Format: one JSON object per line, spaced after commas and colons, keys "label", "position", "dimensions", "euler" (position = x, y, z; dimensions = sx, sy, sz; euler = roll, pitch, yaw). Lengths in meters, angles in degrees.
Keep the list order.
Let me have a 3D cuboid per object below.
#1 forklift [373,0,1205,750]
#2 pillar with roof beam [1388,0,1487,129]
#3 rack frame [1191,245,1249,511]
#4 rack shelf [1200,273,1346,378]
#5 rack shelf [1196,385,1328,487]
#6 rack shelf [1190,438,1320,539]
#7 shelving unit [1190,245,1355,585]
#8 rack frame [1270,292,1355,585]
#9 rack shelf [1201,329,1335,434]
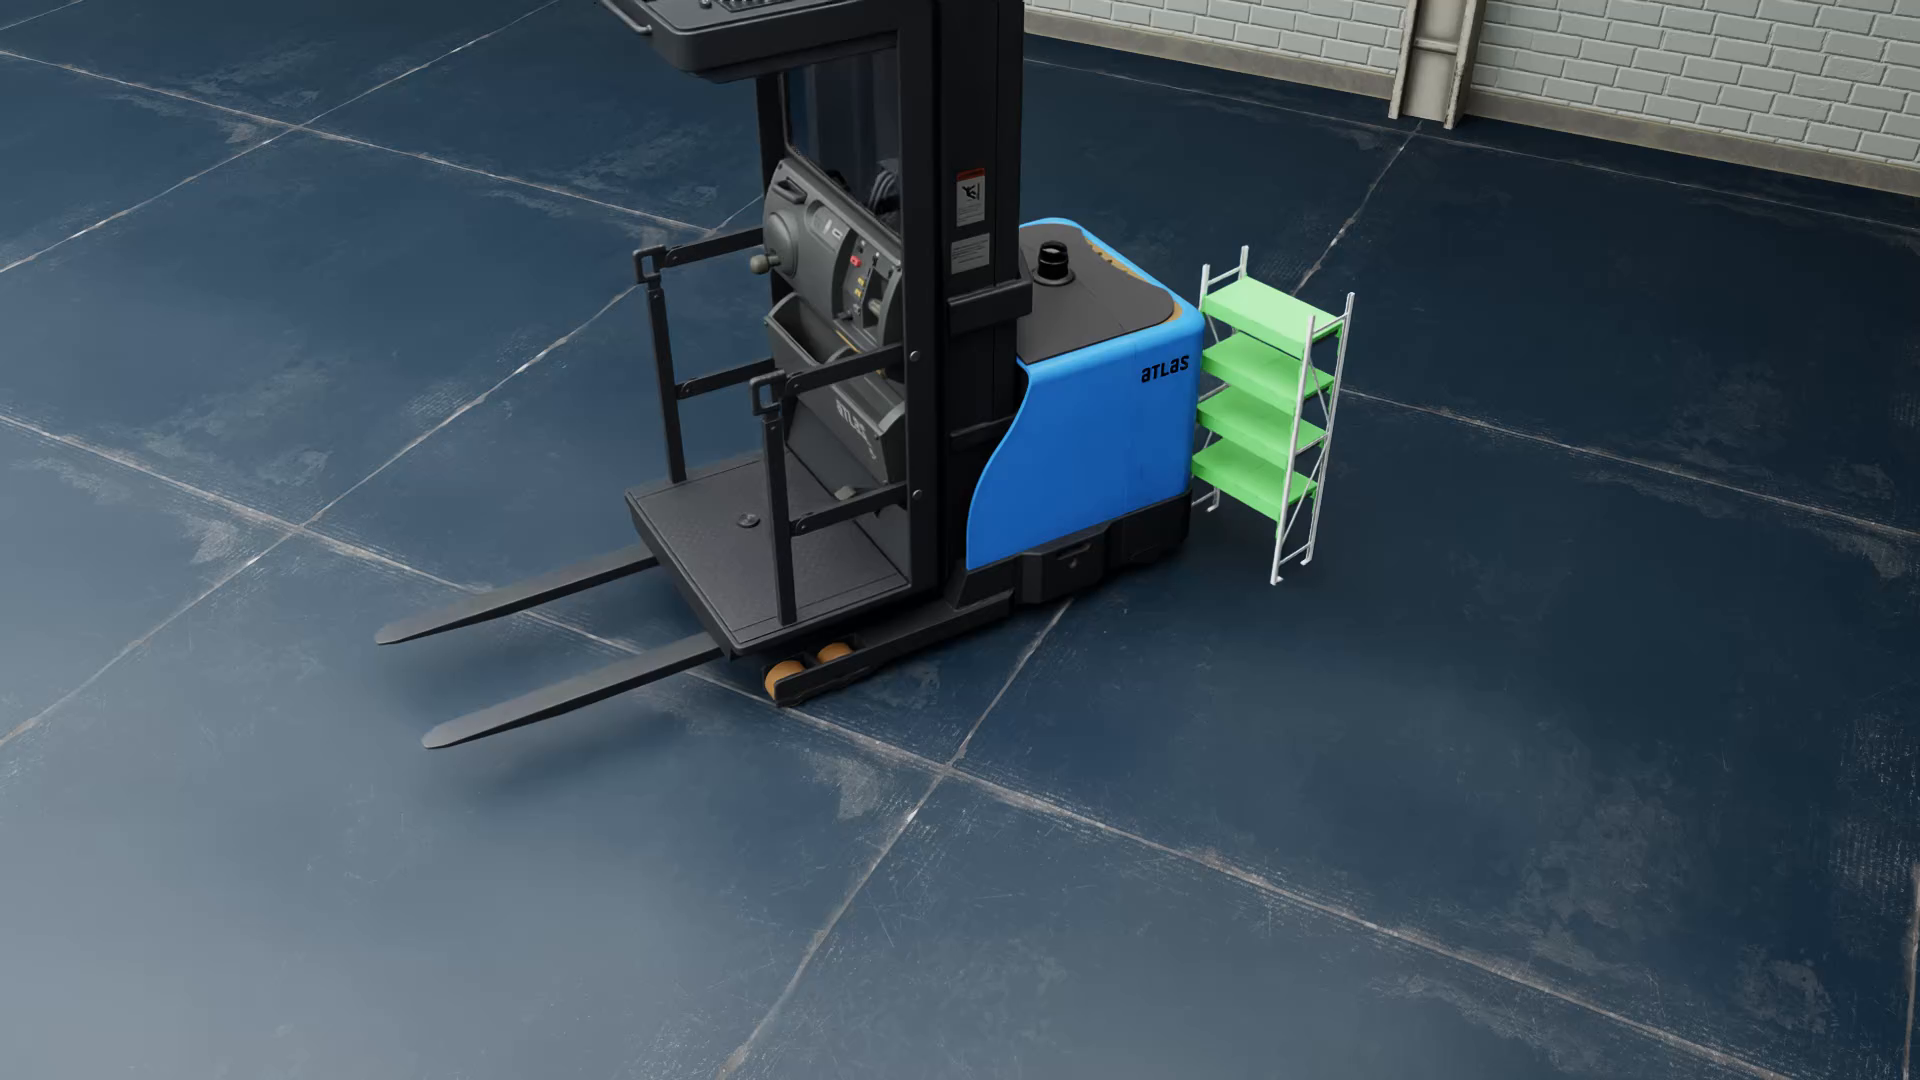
{"label": "forklift", "position": [-0.619, -0.936, 5.559], "dimensions": [3.031, 2.935, 1.130], "euler": [-19, 41, -24]}
{"label": "pillar with roof beam", "position": [0.879, -3.880, 4.418], "dimensions": [0.400, 9.000, 9.100], "euler": [17, 41, 21]}
{"label": "rack frame", "position": [0.984, -0.572, 6.512], "dimensions": [0.240, 1.200, 0.015], "euler": [-29, 46, -32]}
{"label": "rack shelf", "position": [1.148, -0.795, 6.116], "dimensions": [0.258, 0.148, 0.480], "euler": [-29, 46, -32]}
{"label": "rack shelf", "position": [1.148, -0.412, 6.406], "dimensions": [0.258, 0.148, 0.480], "euler": [-29, 46, -32]}
{"label": "rack shelf", "position": [1.148, -0.221, 6.551], "dimensions": [0.258, 0.148, 0.480], "euler": [-29, 46, -32]}
{"label": "shelving unit", "position": [1.148, -0.463, 6.368], "dimensions": [0.258, 1.200, 0.503], "euler": [-29, 46, -32]}
{"label": "rack frame", "position": [1.312, -0.354, 6.224], "dimensions": [0.240, 1.200, 0.015], "euler": [-29, 46, -32]}
{"label": "rack shelf", "position": [1.148, -0.603, 6.261], "dimensions": [0.258, 0.148, 0.480], "euler": [-29, 46, -32]}
